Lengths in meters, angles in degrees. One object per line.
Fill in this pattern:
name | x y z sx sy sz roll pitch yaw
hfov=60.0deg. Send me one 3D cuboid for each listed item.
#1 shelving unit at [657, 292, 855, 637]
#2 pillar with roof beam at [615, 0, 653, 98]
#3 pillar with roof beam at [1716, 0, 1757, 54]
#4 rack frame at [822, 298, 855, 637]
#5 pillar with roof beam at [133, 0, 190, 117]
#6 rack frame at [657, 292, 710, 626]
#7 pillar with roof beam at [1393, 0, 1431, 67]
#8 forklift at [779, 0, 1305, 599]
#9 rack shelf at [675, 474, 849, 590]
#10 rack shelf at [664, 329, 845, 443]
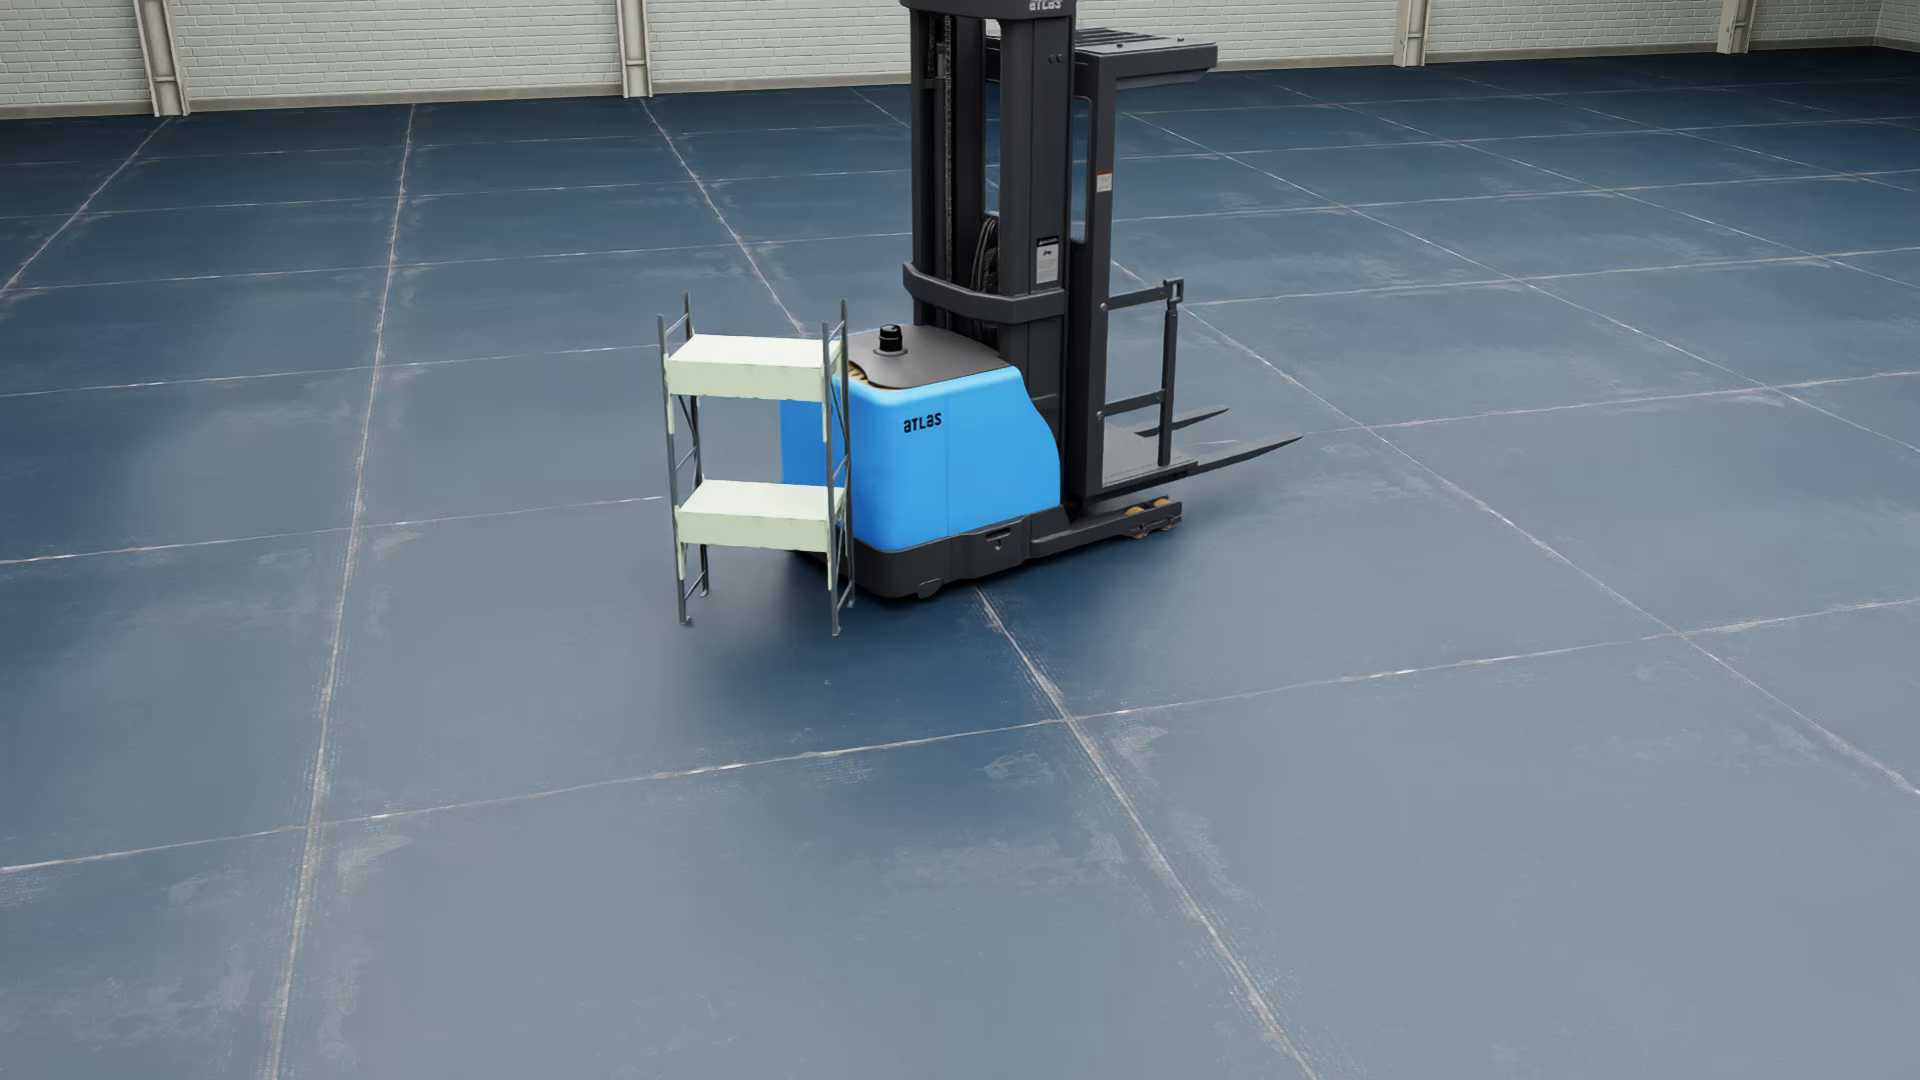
shelving unit | -0.912 -0.342 7.646 0.755 1.500 0.431 4 23 8
pillar with roof beam | -3.336 -8.699 17.612 0.400 9.000 9.100 -6 24 -14
pillar with roof beam | 13.995 -10.617 22.080 0.400 9.000 9.100 -6 24 -14
rack frame | -0.551 -0.320 7.593 0.023 1.500 0.400 4 23 8
pillar with roof beam | -9.113 -8.060 16.123 0.400 9.000 9.100 -6 24 -14
rack frame | -1.274 -0.365 7.699 0.023 1.500 0.400 4 23 8
pillar with roof beam | 8.218 -9.978 20.591 0.400 9.000 9.100 -6 24 -14
forklift | 0.569 -1.505 8.541 3.031 2.935 1.130 -16 28 -33
rack shelf | -0.912 -0.043 7.774 0.720 0.370 0.431 4 23 8
rack shelf | -0.912 -0.701 7.492 0.720 0.370 0.431 4 23 8
